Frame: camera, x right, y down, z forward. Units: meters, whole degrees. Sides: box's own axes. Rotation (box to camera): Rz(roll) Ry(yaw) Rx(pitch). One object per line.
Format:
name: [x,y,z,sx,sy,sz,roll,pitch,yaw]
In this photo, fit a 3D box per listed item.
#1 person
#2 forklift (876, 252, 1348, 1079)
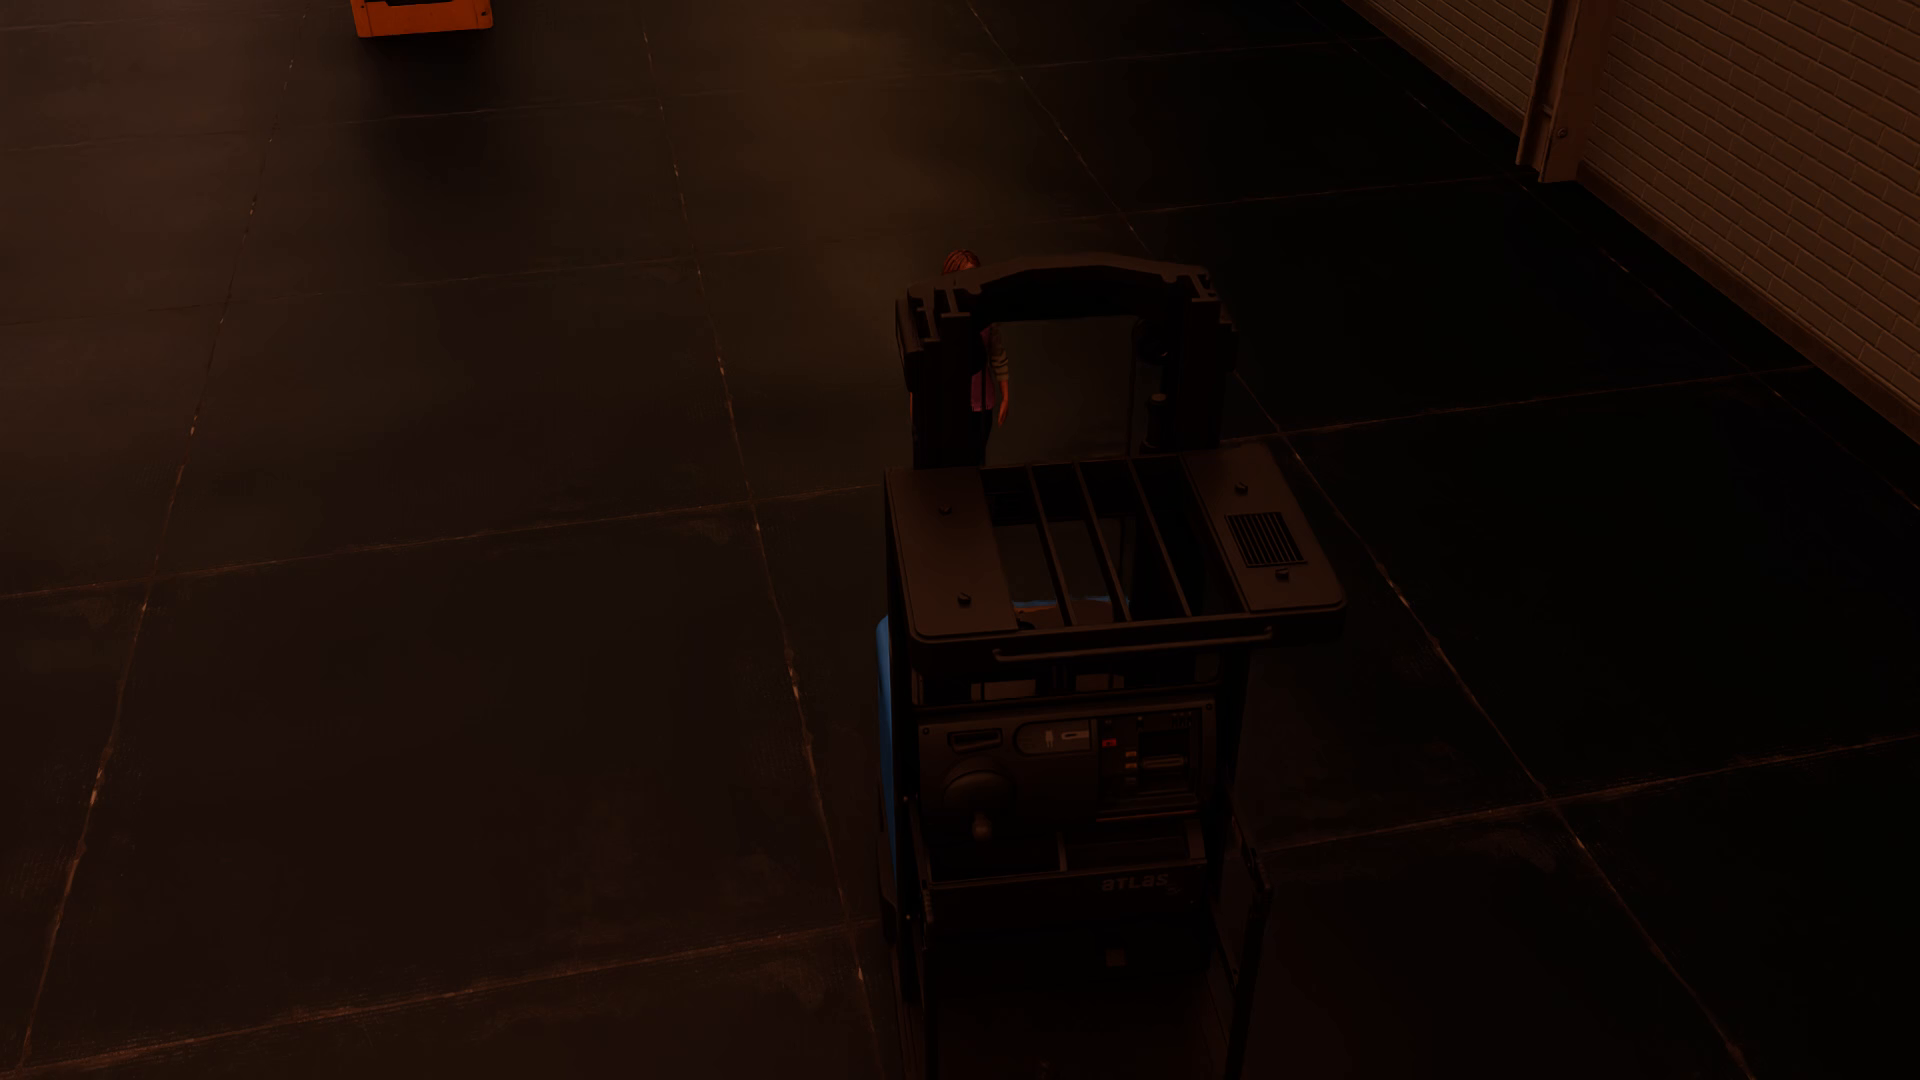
person: [0.003,-0.609,8.027,0.521,1.599,0.473,-8,36,-11]
forklift: [0.366,0.772,4.978,1.130,2.935,3.031,-4,36,-6]
